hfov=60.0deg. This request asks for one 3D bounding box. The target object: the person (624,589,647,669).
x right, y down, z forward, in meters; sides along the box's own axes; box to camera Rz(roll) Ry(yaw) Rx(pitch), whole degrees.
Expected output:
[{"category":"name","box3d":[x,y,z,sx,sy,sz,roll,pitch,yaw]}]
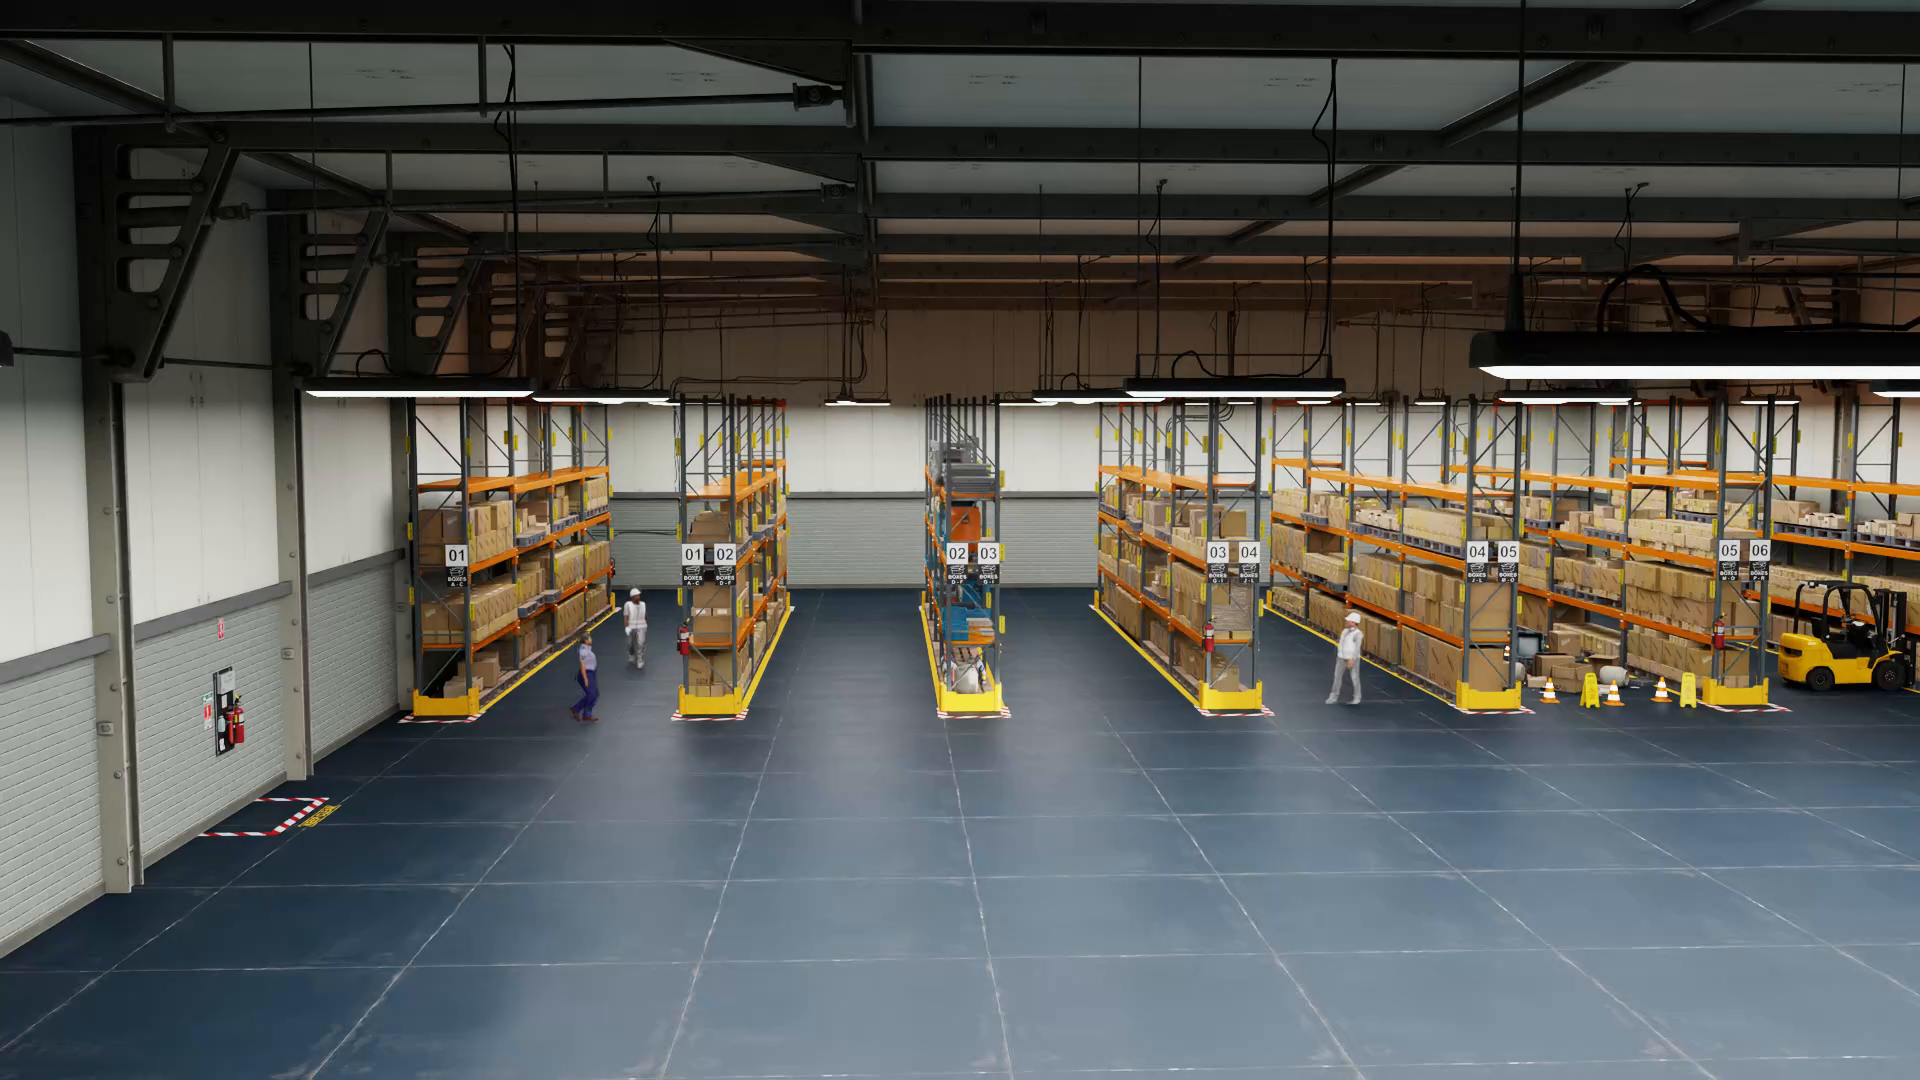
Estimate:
[{"category":"person","box3d":[-7.163,1.946,36.749,0.495,1.735,0.923,0,5,-5]}]

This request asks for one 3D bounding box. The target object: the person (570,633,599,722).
[{"category":"person","box3d":[-6.809,2.497,30.226,0.477,1.634,0.497,0,5,1]}]

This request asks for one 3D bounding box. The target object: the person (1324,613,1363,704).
[{"category":"person","box3d":[7.489,2.300,32.267,0.632,1.776,0.601,4,6,43]}]
